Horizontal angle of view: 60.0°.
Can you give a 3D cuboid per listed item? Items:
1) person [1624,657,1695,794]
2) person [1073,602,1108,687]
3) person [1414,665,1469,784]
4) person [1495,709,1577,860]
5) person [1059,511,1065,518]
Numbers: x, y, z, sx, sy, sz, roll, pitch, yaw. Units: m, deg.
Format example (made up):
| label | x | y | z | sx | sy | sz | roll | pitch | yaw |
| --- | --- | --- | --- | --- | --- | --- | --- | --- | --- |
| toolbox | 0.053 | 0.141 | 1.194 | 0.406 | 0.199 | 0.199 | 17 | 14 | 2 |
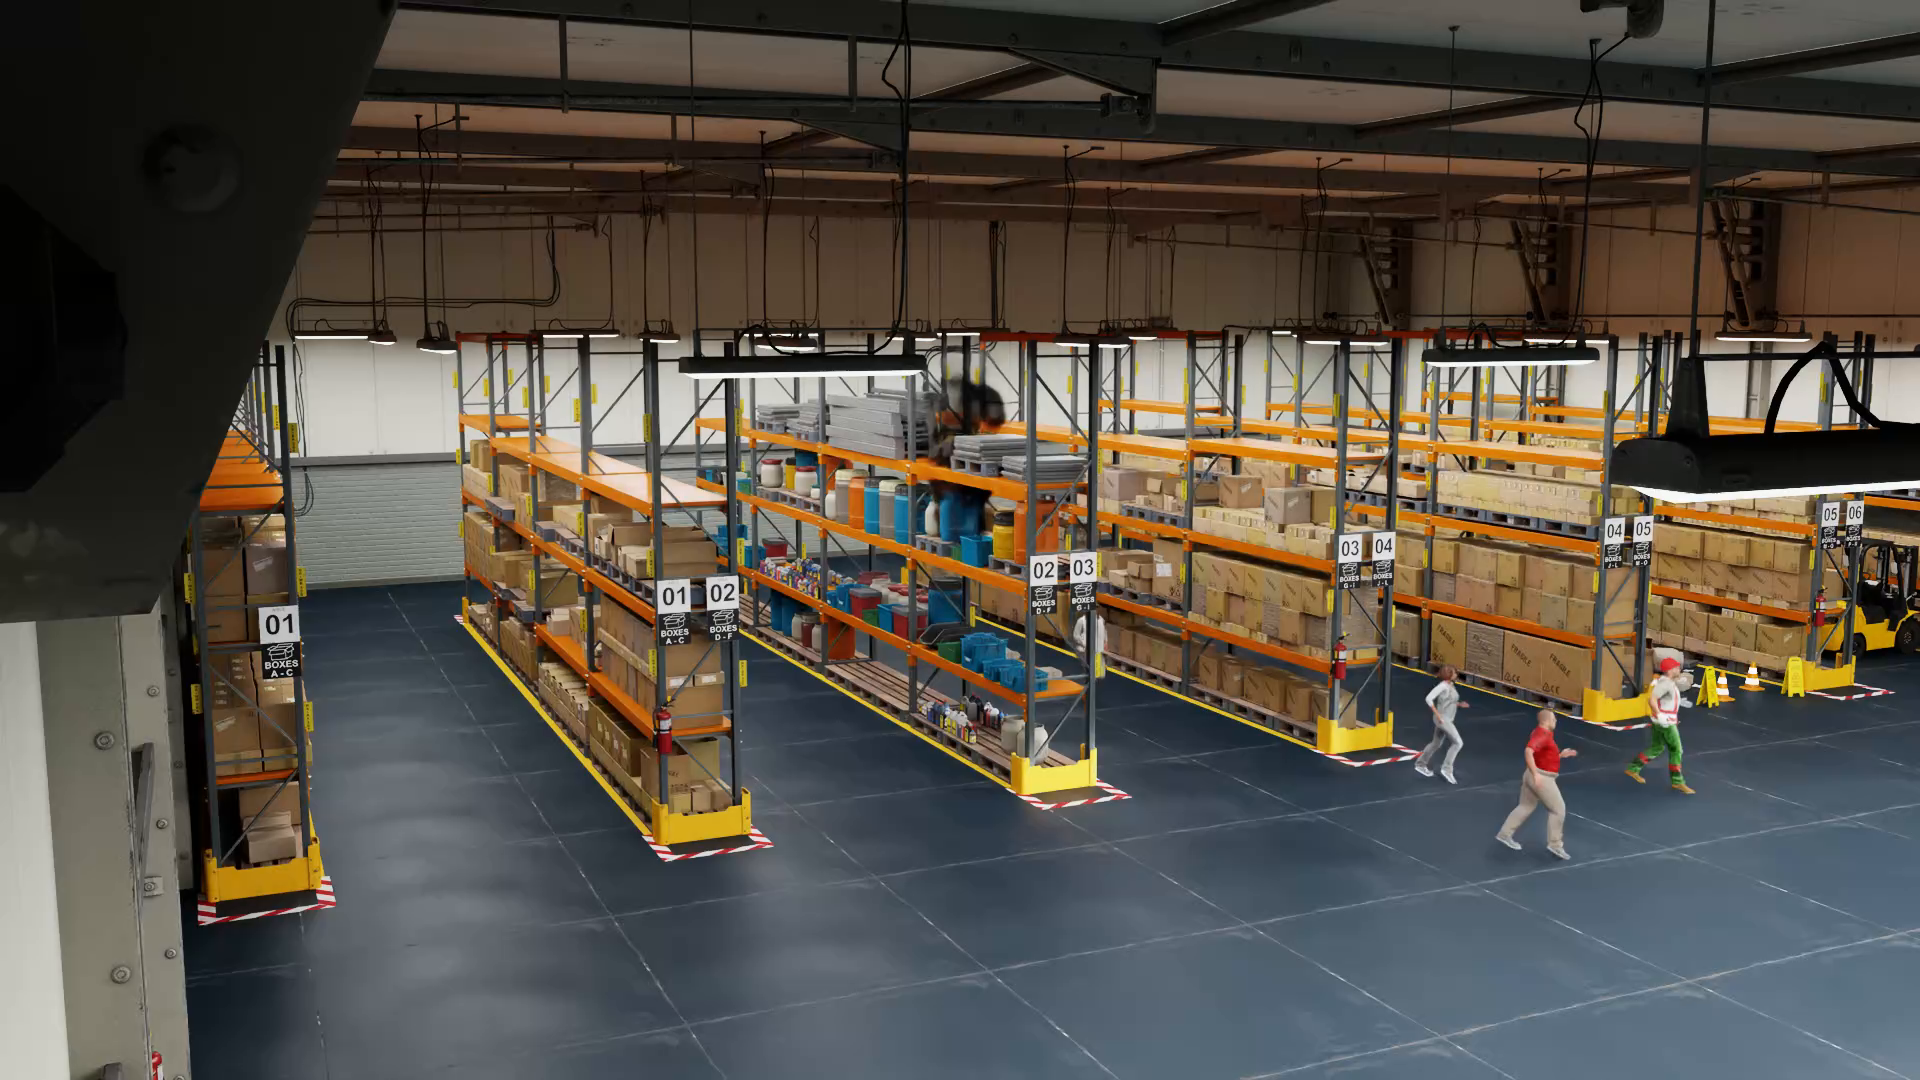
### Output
| label | x | y | z | sx | sy | sz | roll | pitch | yaw |
| --- | --- | --- | --- | --- | --- | --- | --- | --- | --- |
| person | 9.386 | 2.454 | 22.218 | 0.878 | 1.808 | 0.651 | 2 | 8 | 14 |
| person | 2.162 | 1.811 | 27.265 | 0.692 | 1.731 | 0.599 | -4 | 9 | -28 |
| person | 6.575 | 2.494 | 22.670 | 0.693 | 1.630 | 0.513 | 3 | 8 | 21 |
| person | 6.779 | 2.861 | 19.477 | 0.875 | 1.790 | 0.634 | 0 | 8 | 1 |
| person | 2.336 | 0.134 | 39.593 | 0.789 | 1.737 | 0.942 | -2 | 8 | -13 |
